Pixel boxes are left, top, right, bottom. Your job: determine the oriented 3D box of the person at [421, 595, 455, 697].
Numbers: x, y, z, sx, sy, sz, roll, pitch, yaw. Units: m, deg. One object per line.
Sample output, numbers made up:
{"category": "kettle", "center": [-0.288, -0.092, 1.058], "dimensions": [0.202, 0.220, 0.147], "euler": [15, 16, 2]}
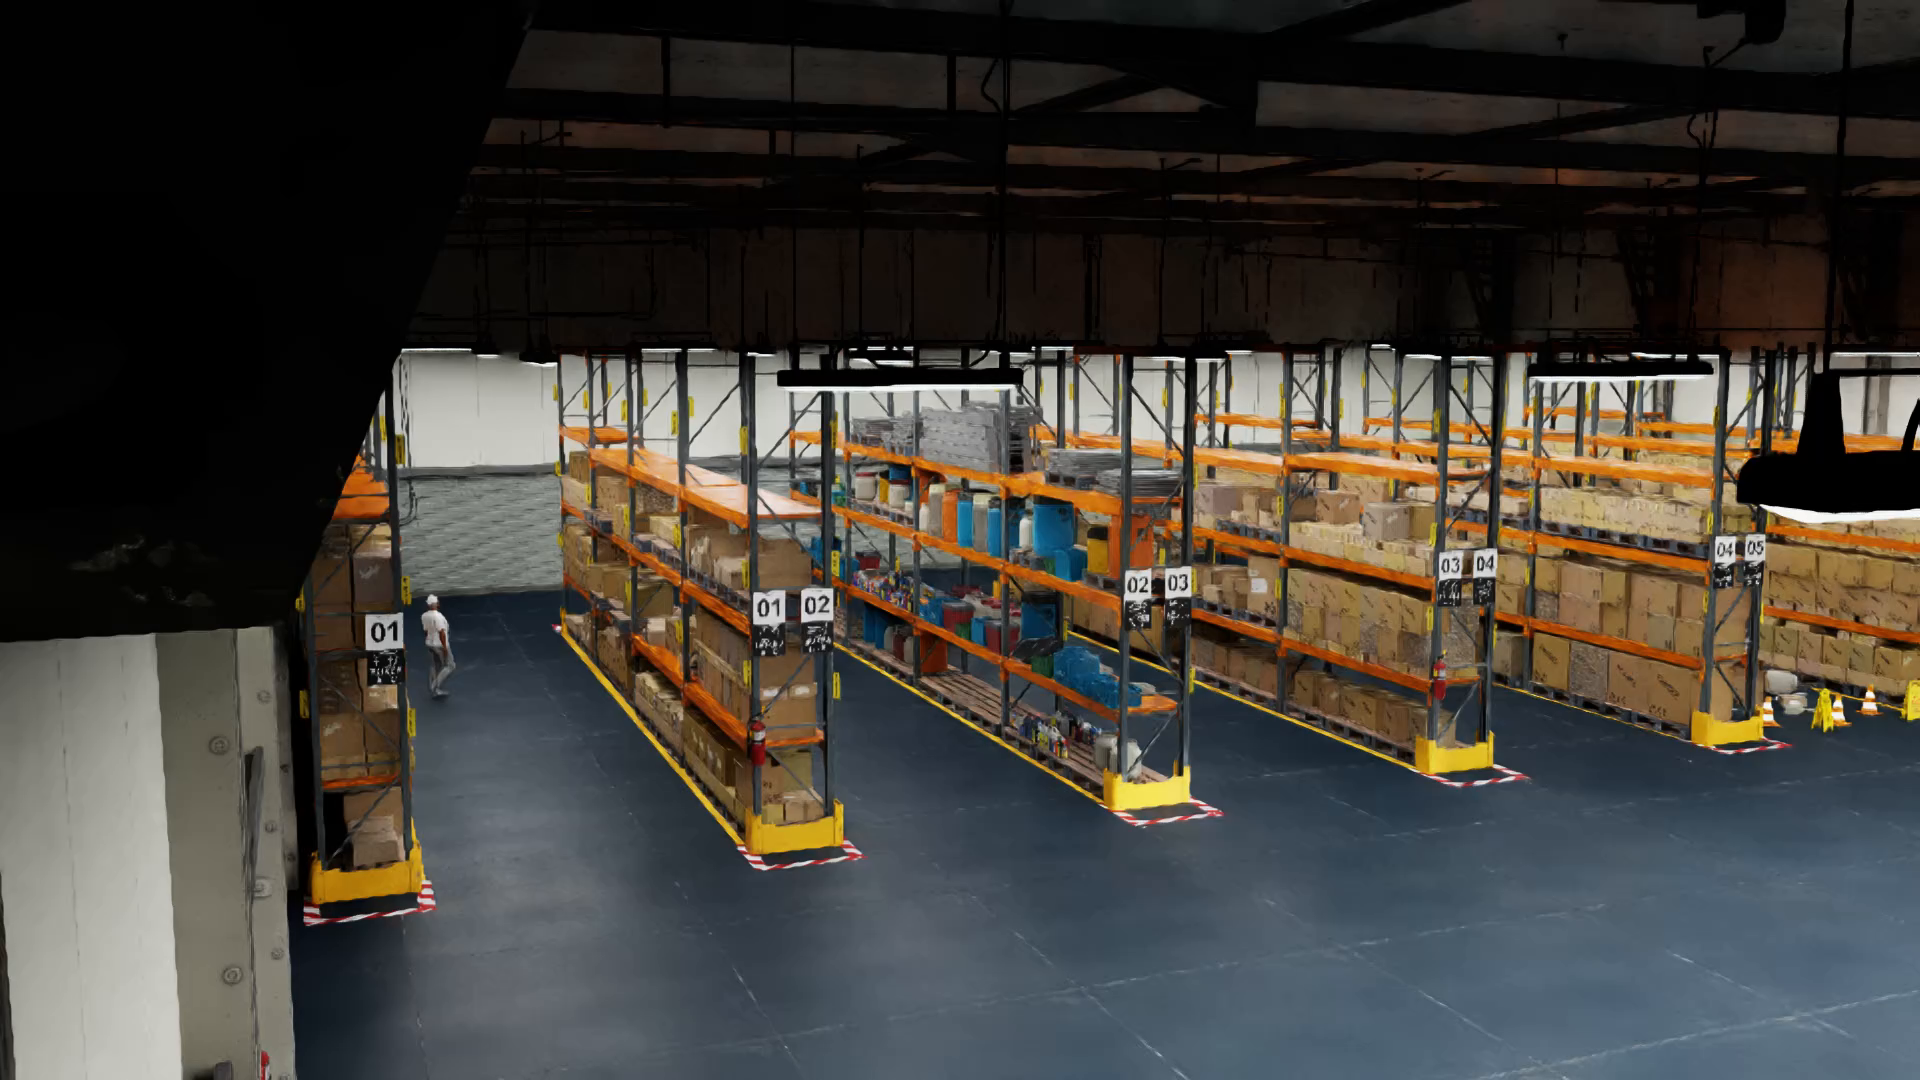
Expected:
{"category": "person", "center": [-9.011, 1.824, 28.630], "dimensions": [0.607, 1.762, 0.456], "euler": [6, 9, 39]}
